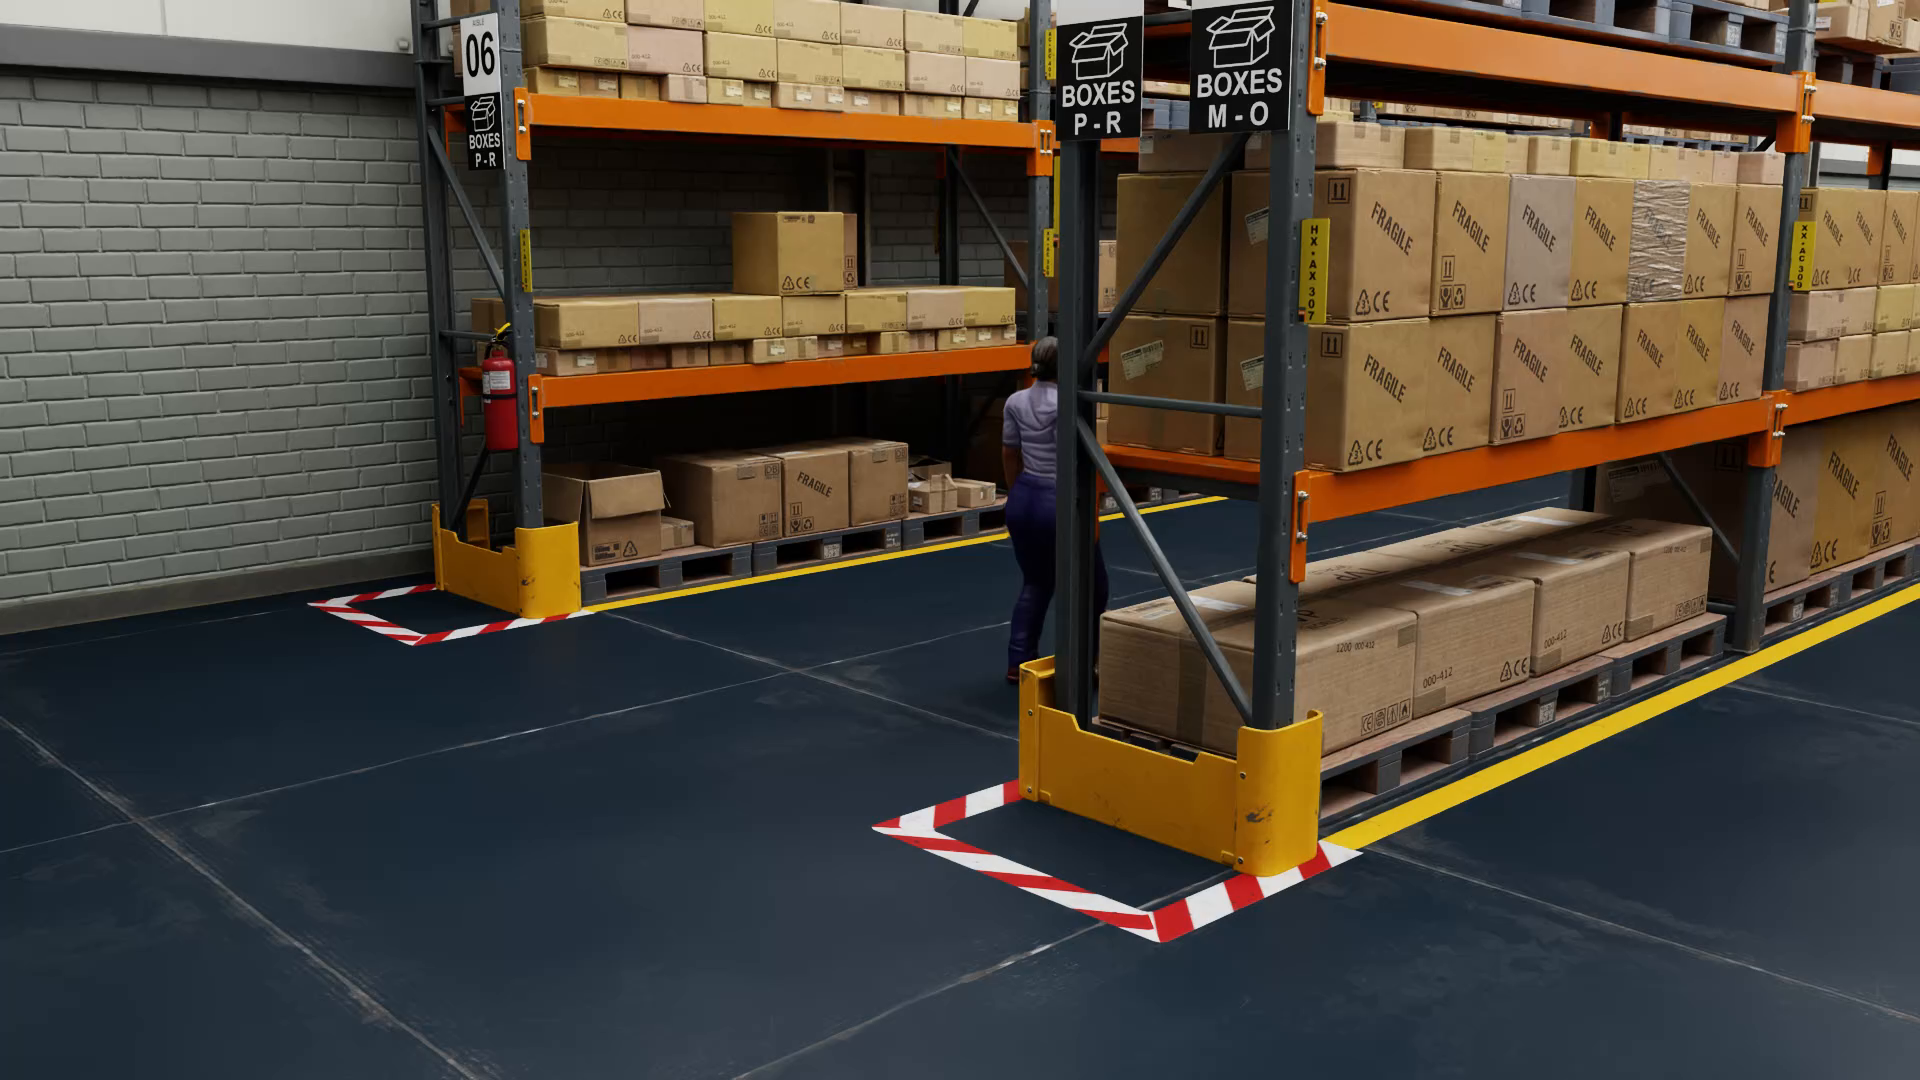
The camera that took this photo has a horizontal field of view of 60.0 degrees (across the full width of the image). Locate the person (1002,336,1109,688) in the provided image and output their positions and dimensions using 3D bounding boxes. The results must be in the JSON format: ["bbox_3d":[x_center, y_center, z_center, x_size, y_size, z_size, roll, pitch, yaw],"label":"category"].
[{"bbox_3d":[0.438,-0.117,7.694,0.437,1.622,0.538,-10,14,-42],"label":"person"}]
